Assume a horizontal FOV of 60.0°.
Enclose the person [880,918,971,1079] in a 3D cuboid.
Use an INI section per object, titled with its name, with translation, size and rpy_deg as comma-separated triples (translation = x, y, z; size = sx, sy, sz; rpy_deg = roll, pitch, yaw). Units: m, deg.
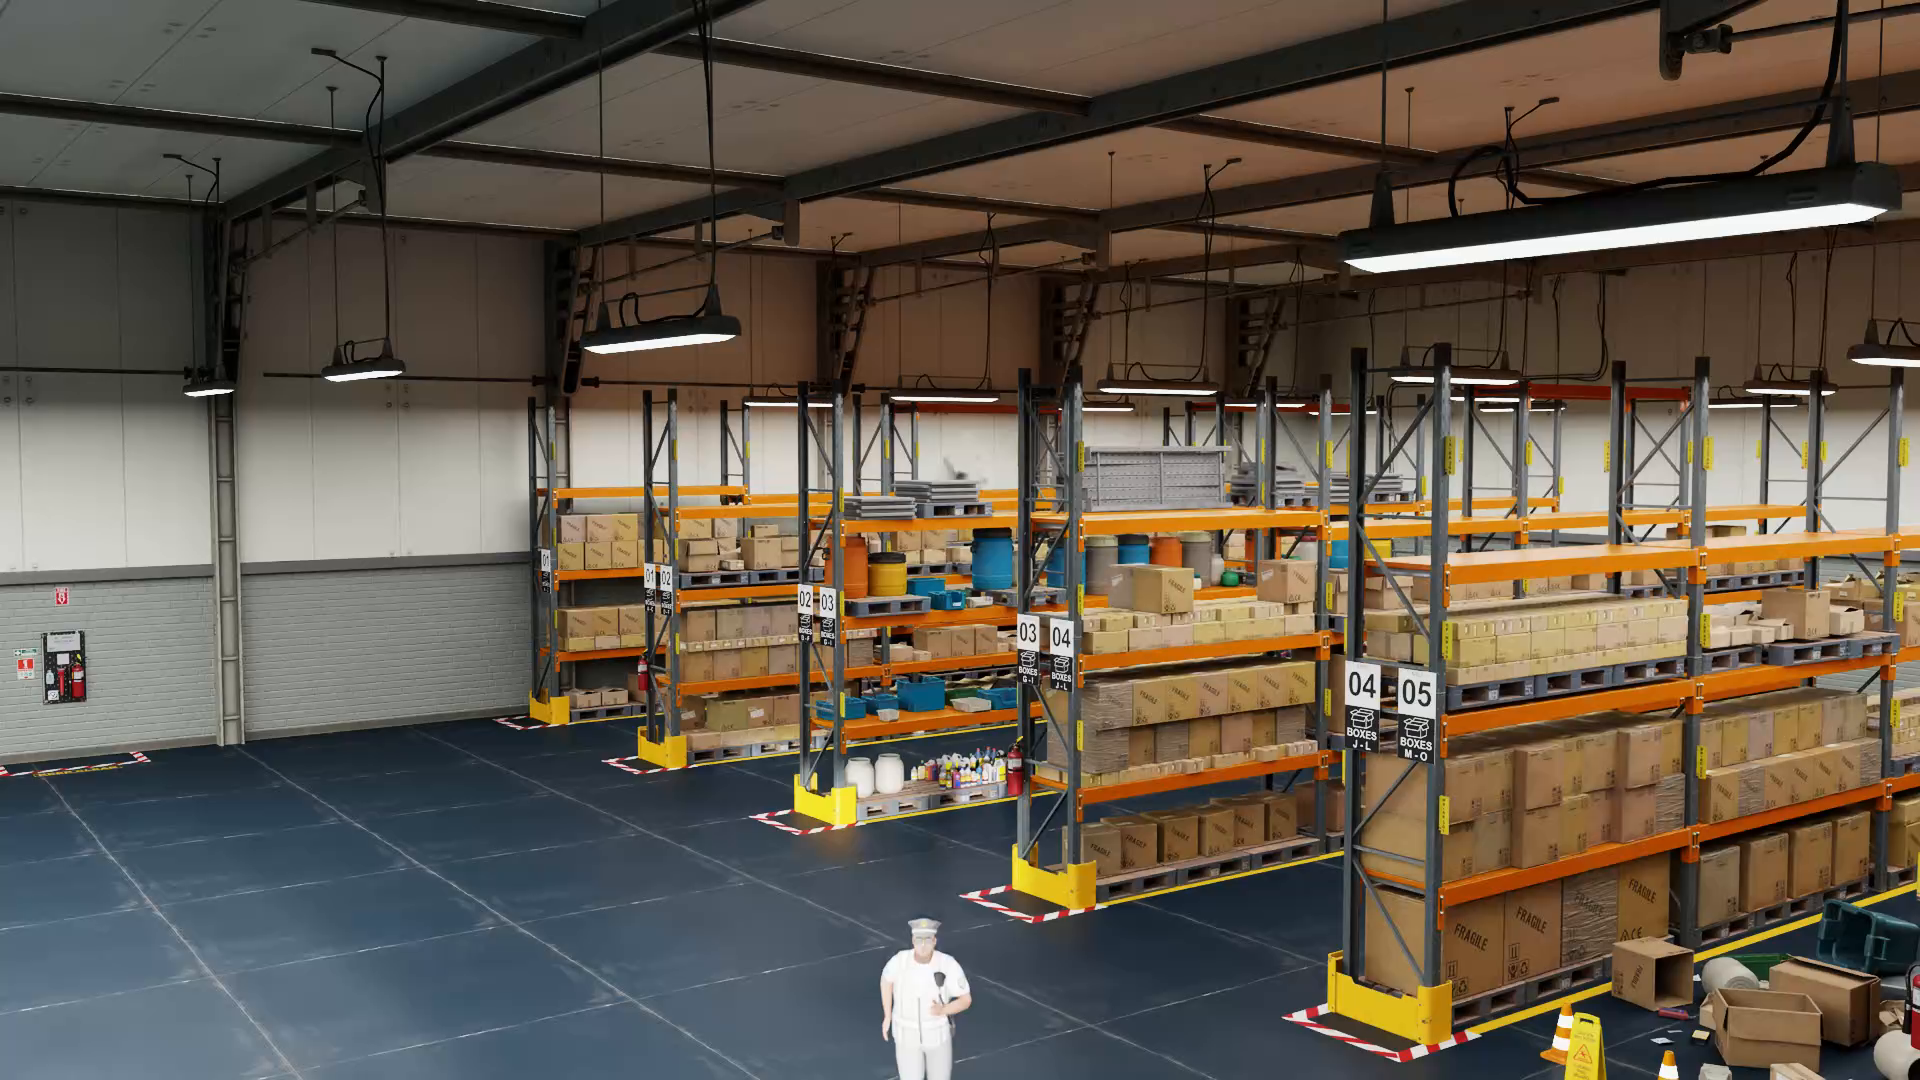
[person]
translation = -0.249, 3.548, 11.919
size = 0.663, 1.764, 0.974
rpy_deg = 0, 3, 1
